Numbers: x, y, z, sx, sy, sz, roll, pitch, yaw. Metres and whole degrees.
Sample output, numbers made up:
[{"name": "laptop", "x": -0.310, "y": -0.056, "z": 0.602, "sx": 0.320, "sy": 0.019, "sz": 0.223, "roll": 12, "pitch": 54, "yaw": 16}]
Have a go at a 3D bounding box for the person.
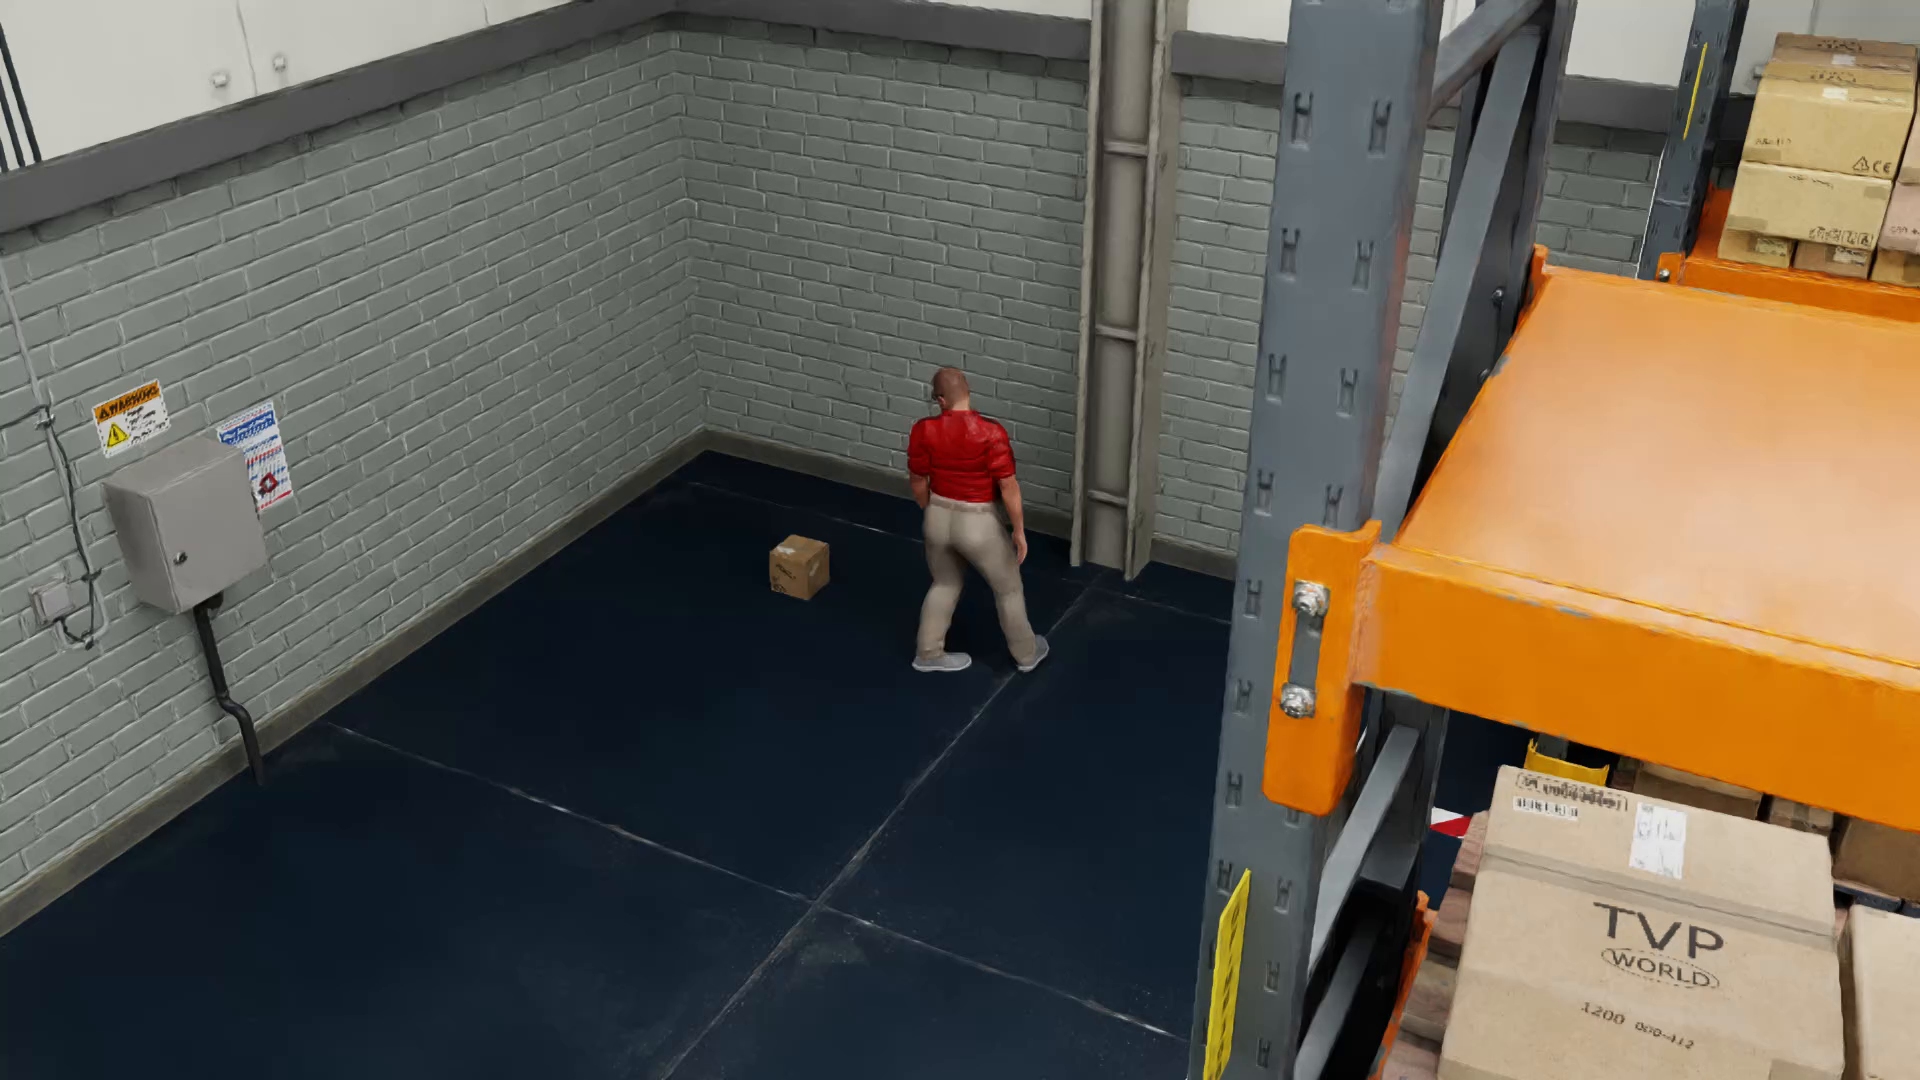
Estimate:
[{"name": "person", "x": 0.100, "y": -0.095, "z": 8.512, "sx": 0.661, "sy": 1.720, "sz": 0.555, "roll": 14, "pitch": 33, "yaw": 23}]
